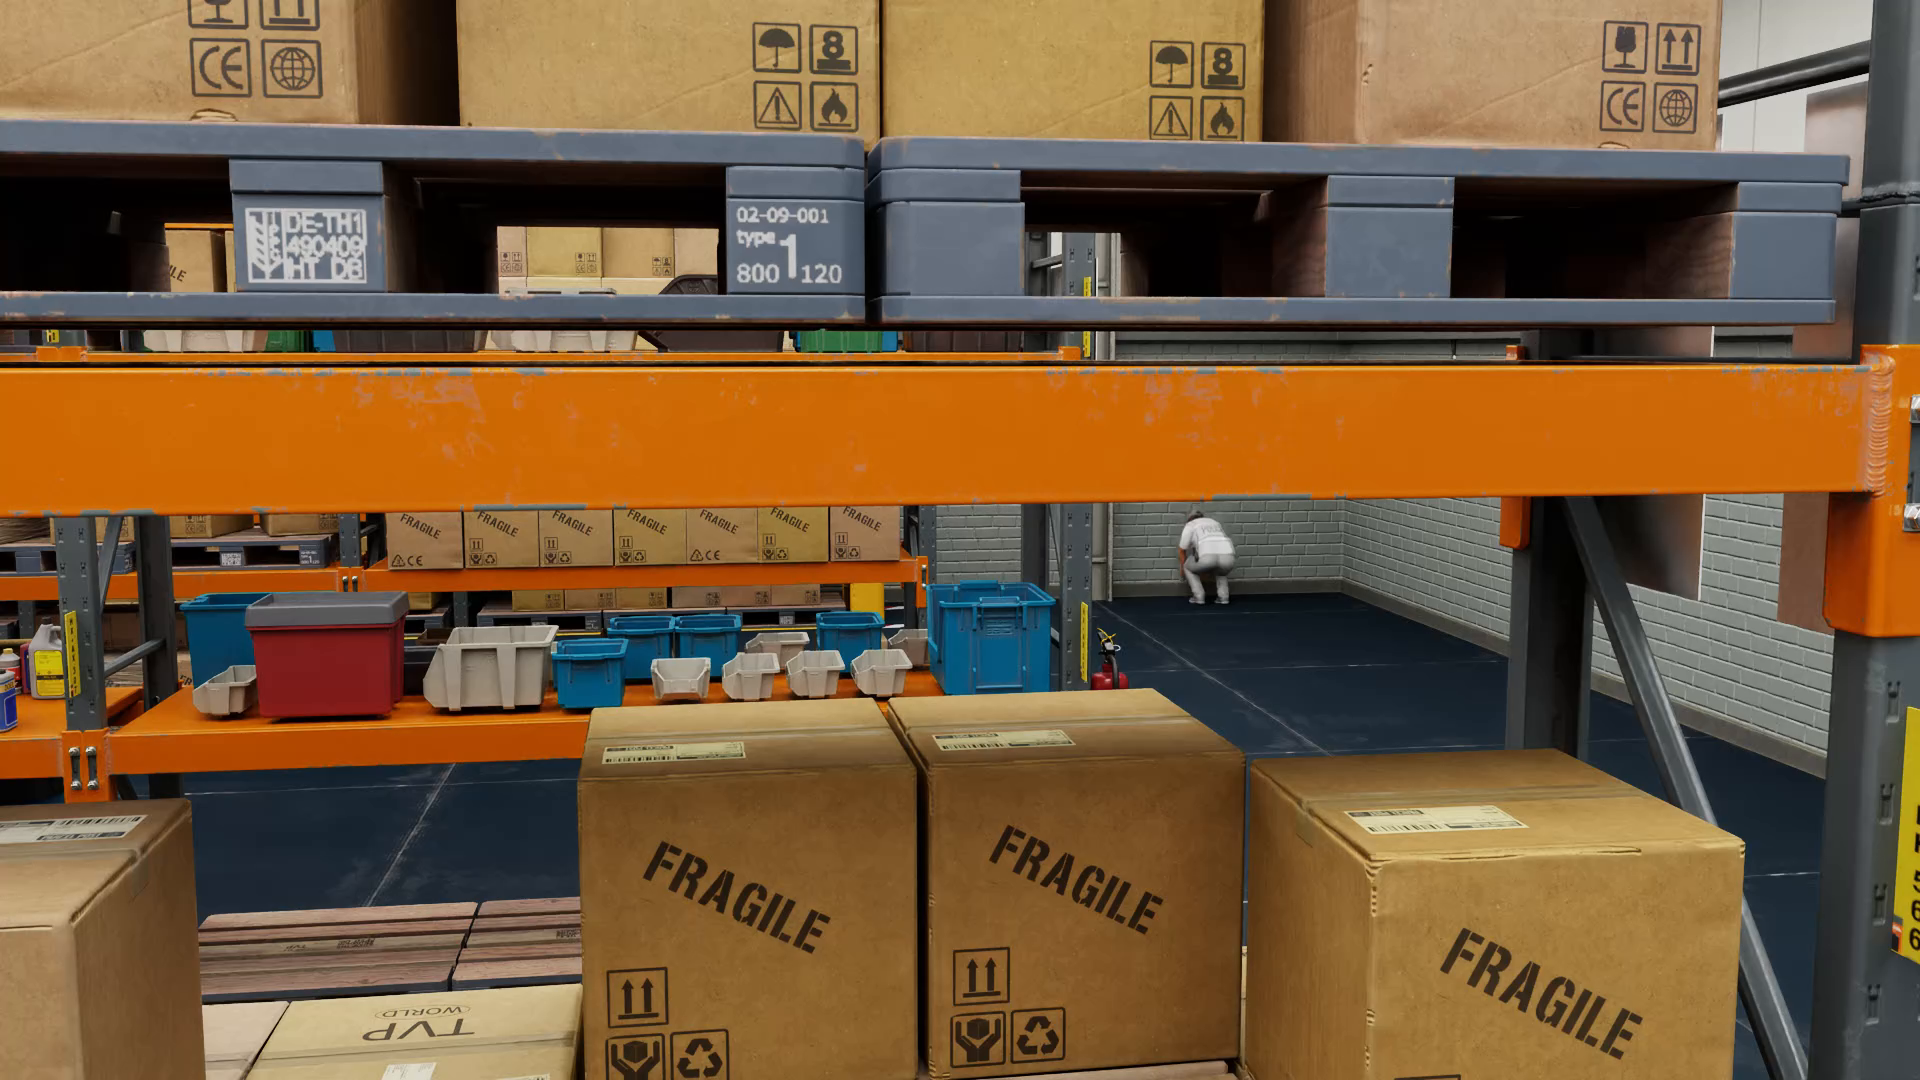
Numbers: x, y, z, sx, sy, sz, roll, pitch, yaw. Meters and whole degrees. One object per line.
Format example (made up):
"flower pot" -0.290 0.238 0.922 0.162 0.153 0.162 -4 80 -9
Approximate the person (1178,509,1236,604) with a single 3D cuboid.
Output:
"person" 2.739 0.195 18.480 0.528 1.021 0.835 -1 7 -9
